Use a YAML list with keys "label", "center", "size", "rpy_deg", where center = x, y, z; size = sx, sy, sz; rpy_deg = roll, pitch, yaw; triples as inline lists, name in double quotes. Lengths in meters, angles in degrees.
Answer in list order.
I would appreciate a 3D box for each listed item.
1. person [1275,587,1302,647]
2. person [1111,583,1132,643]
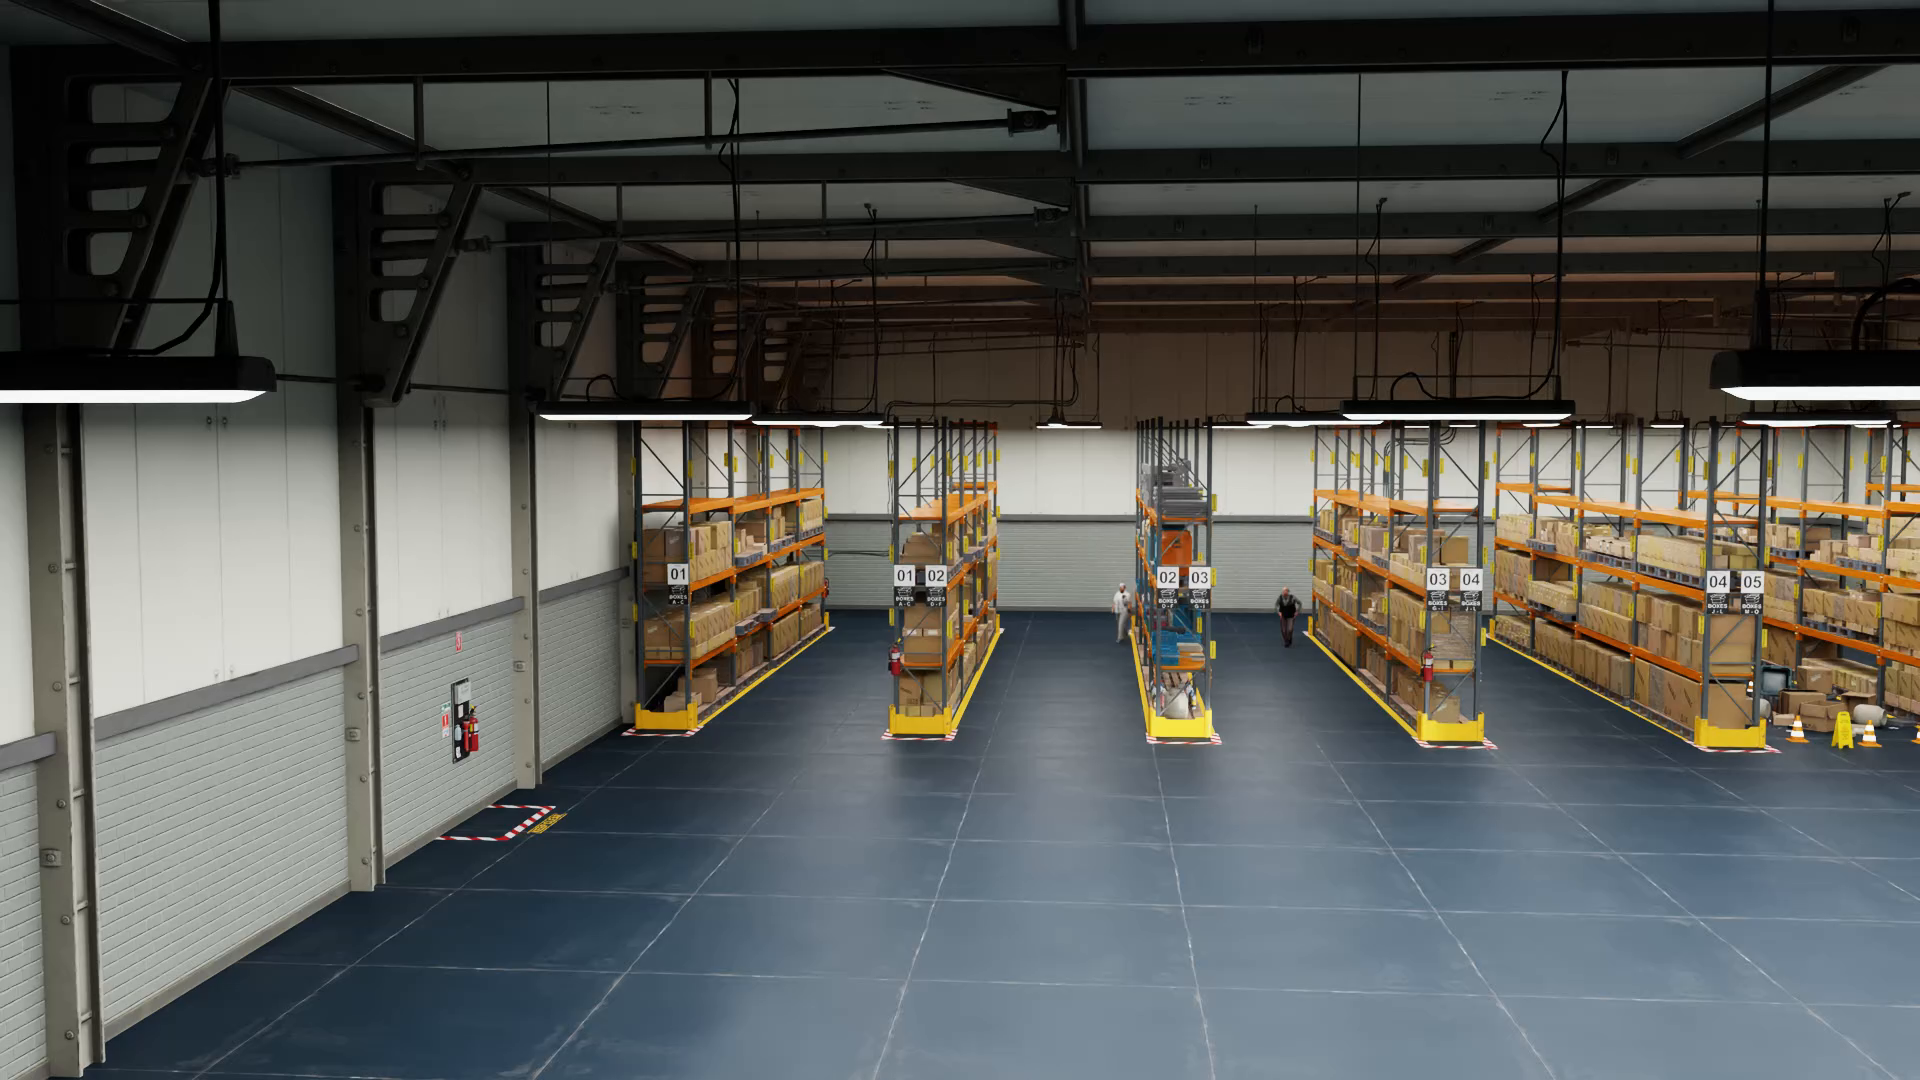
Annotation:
- label: "person"
  center: [8.694, 2.034, 44.026]
  size: [0.709, 1.632, 0.705]
  rpy_deg: [1, 4, 15]
- label: "person"
  center: [4.414, 1.954, 45.154]
  size: [0.503, 1.605, 1.042]
  rpy_deg: [3, 5, 34]
